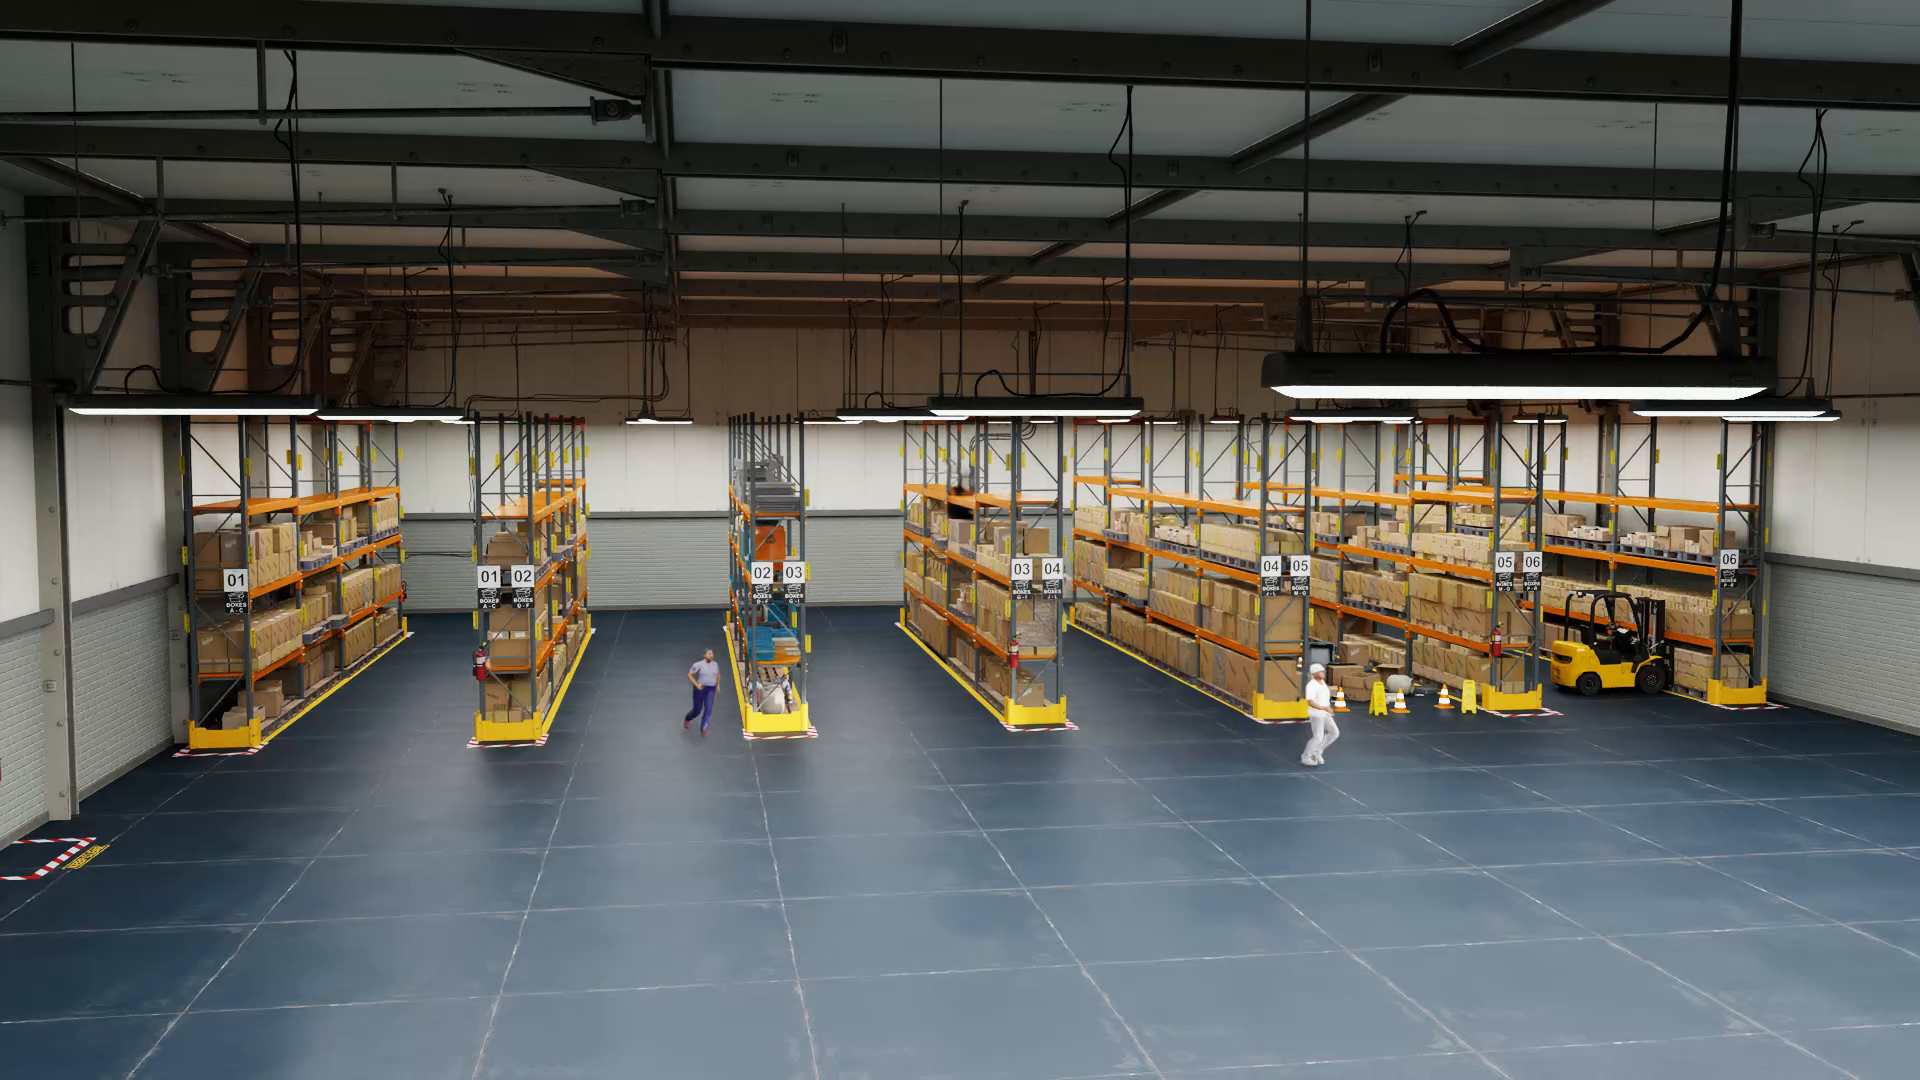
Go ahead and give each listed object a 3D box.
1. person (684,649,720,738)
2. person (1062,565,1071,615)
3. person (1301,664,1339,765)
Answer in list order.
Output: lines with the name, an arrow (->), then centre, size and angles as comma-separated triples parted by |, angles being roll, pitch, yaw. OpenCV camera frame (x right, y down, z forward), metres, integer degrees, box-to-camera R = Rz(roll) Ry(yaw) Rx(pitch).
person -> -4.729, 2.821, 30.958 | 0.671, 1.598, 0.818 | -2, 5, -31
person -> 2.947, 1.555, 49.260 | 0.758, 1.688, 0.646 | -3, 5, -34
person -> 6.071, 2.940, 28.052 | 0.617, 1.725, 0.702 | 3, 5, 34
